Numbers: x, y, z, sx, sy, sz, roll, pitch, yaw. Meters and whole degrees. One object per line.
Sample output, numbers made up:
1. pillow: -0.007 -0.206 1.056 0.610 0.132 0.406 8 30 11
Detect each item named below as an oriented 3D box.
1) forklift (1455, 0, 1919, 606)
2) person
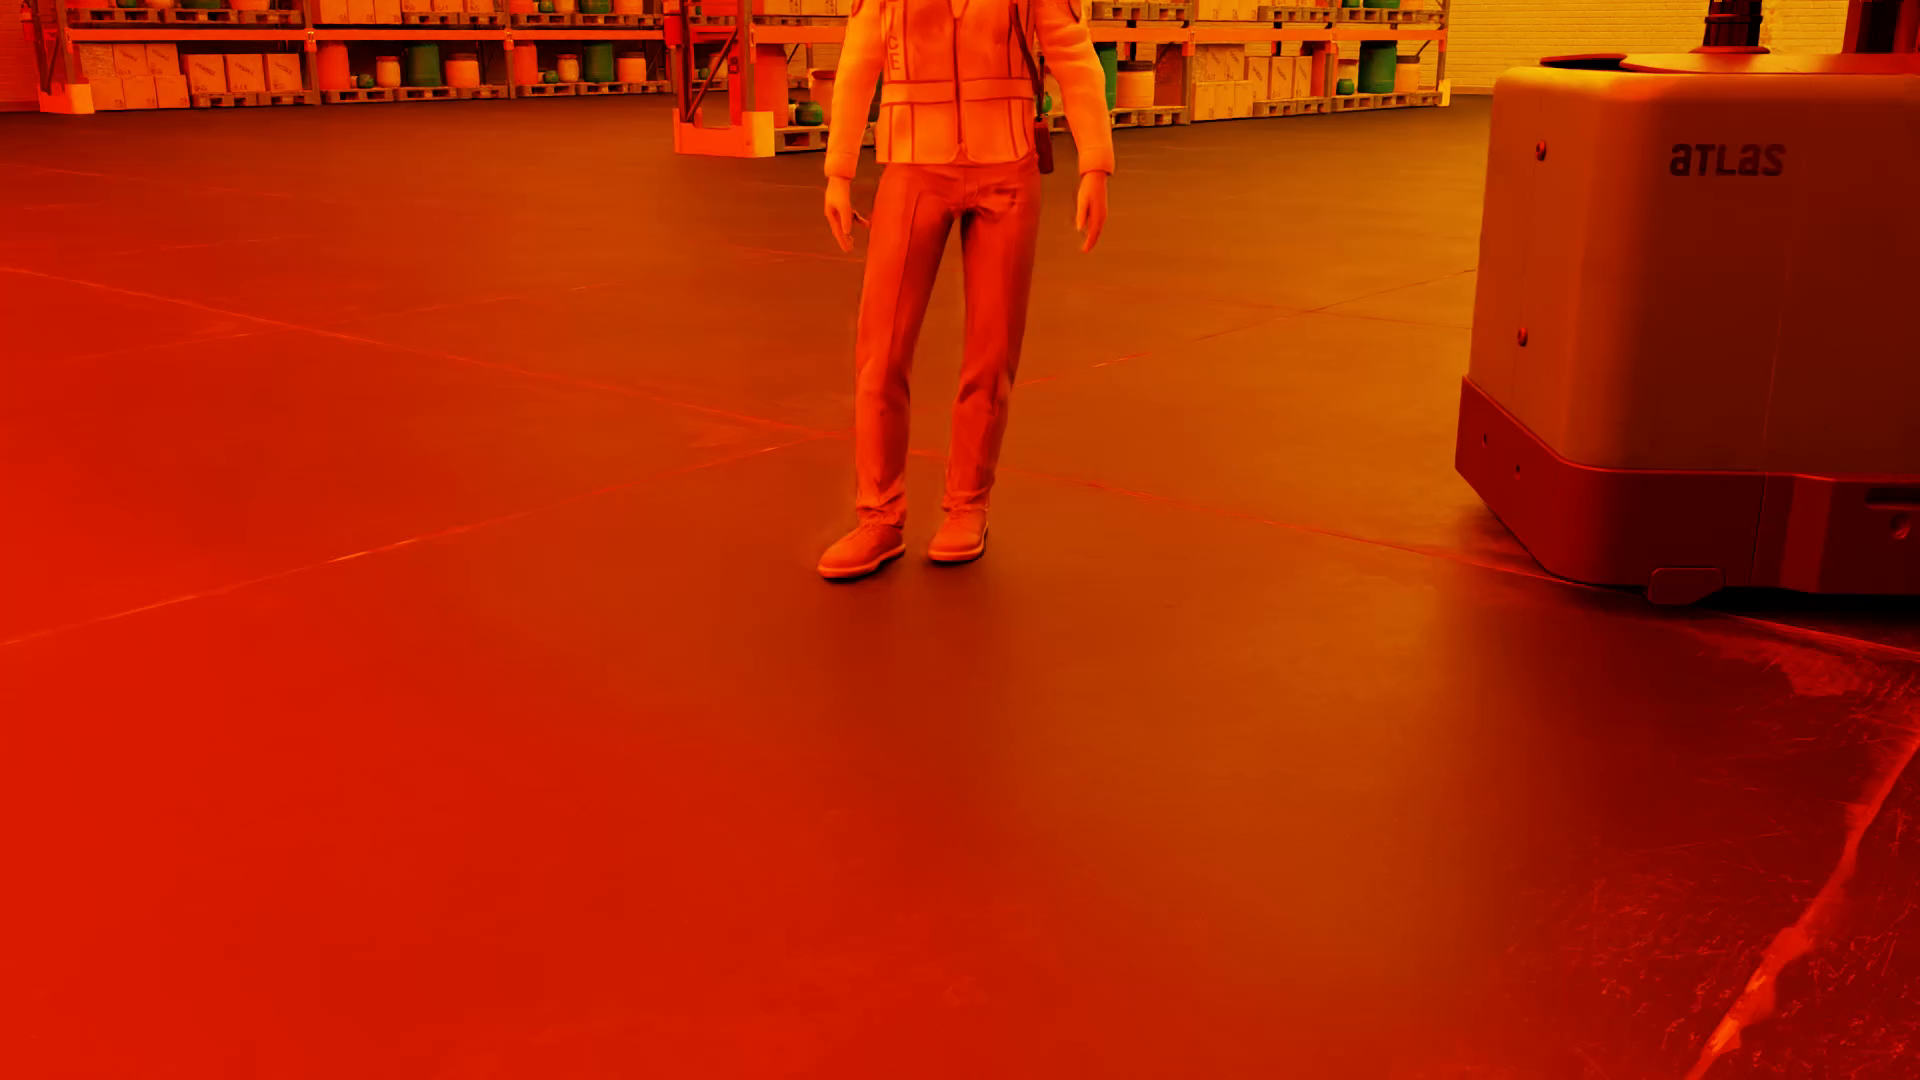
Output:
1. forklift: 2.767 -1.368 3.404 3.031 2.935 1.130 1 17 3
2. person: 0.004 -0.762 3.585 0.646 1.668 0.417 0 17 -1
